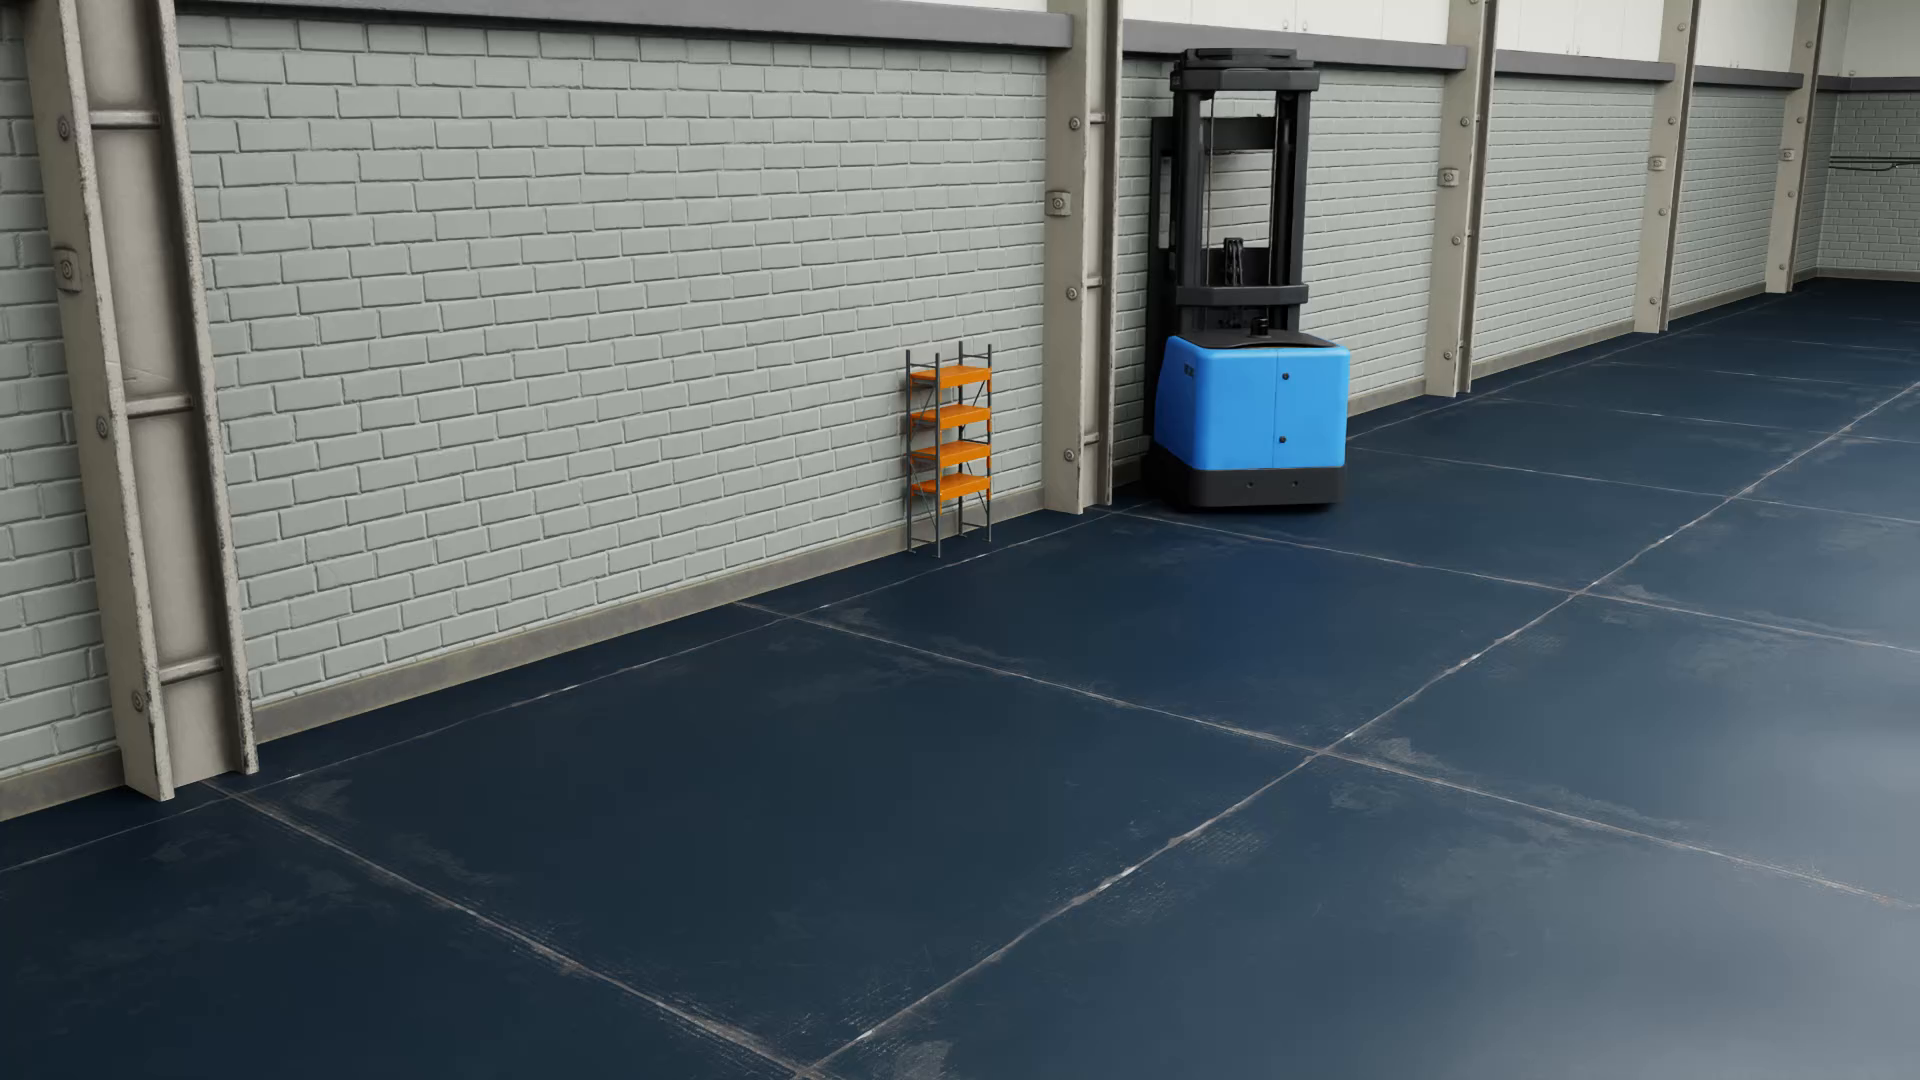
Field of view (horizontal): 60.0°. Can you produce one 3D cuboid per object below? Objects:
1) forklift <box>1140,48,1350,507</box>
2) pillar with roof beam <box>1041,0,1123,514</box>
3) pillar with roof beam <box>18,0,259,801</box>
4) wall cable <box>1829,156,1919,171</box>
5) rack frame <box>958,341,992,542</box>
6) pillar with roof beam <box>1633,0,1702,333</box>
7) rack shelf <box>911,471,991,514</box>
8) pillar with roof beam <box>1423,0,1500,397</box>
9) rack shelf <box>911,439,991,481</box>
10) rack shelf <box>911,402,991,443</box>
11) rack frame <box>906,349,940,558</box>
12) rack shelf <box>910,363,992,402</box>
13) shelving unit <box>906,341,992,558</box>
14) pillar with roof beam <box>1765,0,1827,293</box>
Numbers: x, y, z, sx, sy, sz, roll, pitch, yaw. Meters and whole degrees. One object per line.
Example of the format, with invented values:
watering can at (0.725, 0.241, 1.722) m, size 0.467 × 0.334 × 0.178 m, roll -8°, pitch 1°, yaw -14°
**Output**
forklift at (1.792, -1.945, 11.827) m, size 1.130 × 2.935 × 3.031 m, roll -2°, pitch 14°, yaw -8°
pillar with roof beam at (4.119, -3.922, 7.284) m, size 9.100 × 9.000 × 0.400 m, roll 11°, pitch 18°, yaw 38°
pillar with roof beam at (0.348, -2.773, 2.761) m, size 9.100 × 9.000 × 0.400 m, roll 11°, pitch 18°, yaw 38°
wall cable at (14.964, -6.890, 25.274) m, size 3.097 × 2.526 × 0.112 m, roll 11°, pitch 18°, yaw 38°
rack frame at (0.089, -0.589, 10.004) m, size 0.240 × 1.200 × 0.015 m, roll 11°, pitch 18°, yaw 37°
pillar with roof beam at (11.661, -6.220, 16.331) m, size 9.100 × 9.000 × 0.400 m, roll 11°, pitch 18°, yaw 38°
rack shelf at (-0.062, -0.285, 9.885) m, size 0.258 × 0.148 × 0.480 m, roll 11°, pitch 18°, yaw 37°
pillar with roof beam at (7.890, -5.071, 11.807) m, size 9.100 × 9.000 × 0.400 m, roll 11°, pitch 18°, yaw 38°
rack shelf at (-0.062, -0.477, 9.836) m, size 0.258 × 0.148 × 0.480 m, roll 11°, pitch 18°, yaw 37°
rack shelf at (-0.062, -0.694, 9.781) m, size 0.258 × 0.148 × 0.480 m, roll 11°, pitch 18°, yaw 37°
rack frame at (-0.214, -0.495, 9.634) m, size 0.240 × 1.200 × 0.015 m, roll 11°, pitch 18°, yaw 37°
rack shelf at (-0.062, -0.923, 9.722) m, size 0.258 × 0.148 × 0.480 m, roll 11°, pitch 18°, yaw 37°
shelving unit at (-0.062, -0.542, 9.819) m, size 0.258 × 1.200 × 0.503 m, roll 11°, pitch 18°, yaw 37°
pillar with roof beam at (15.432, -7.369, 20.854) m, size 9.100 × 9.000 × 0.400 m, roll 11°, pitch 18°, yaw 38°
